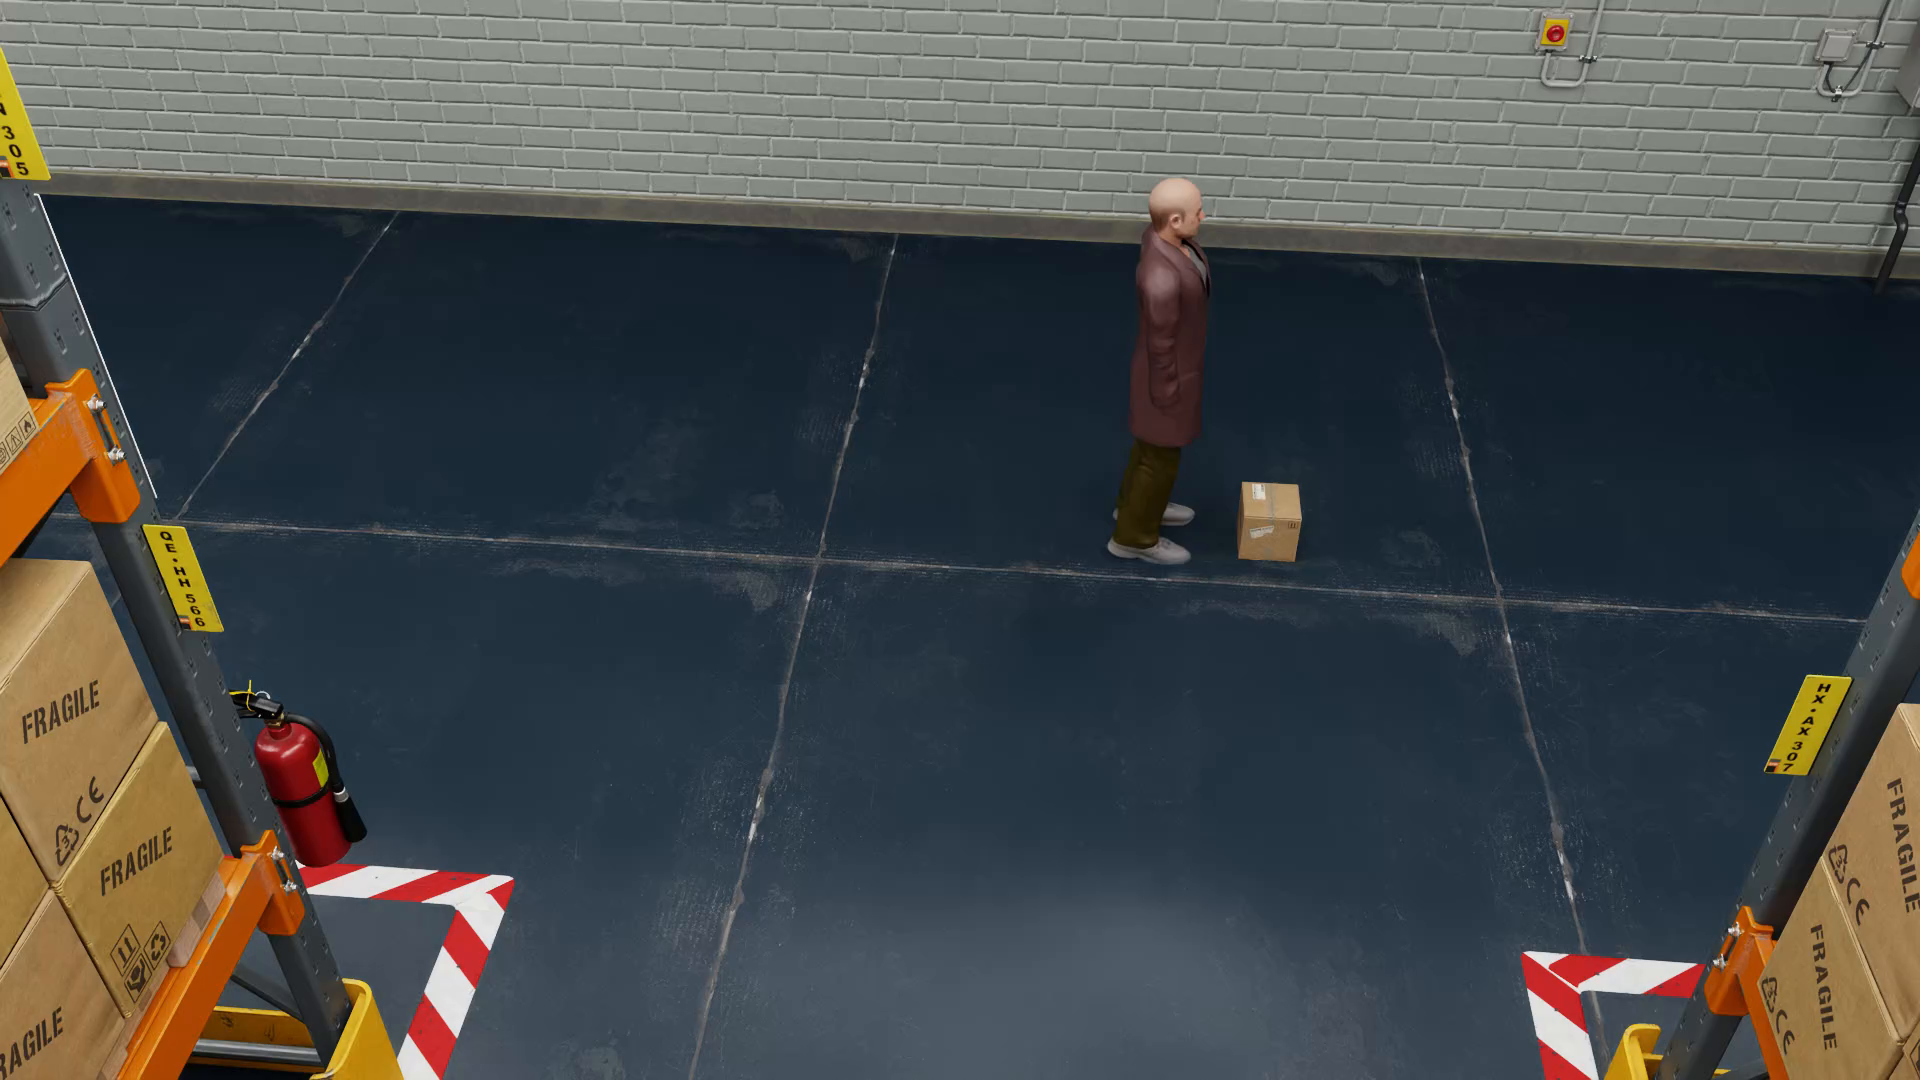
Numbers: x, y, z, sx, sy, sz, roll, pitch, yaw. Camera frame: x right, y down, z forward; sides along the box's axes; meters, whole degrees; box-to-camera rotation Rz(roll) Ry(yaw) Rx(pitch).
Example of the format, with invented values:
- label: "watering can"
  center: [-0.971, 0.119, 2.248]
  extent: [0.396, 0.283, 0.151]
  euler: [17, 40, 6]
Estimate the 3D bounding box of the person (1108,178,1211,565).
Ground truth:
- label: "person"
  center: [0.874, -0.707, 7.040]
  extent: [0.389, 1.793, 0.561]
  euler: [4, 40, 5]
